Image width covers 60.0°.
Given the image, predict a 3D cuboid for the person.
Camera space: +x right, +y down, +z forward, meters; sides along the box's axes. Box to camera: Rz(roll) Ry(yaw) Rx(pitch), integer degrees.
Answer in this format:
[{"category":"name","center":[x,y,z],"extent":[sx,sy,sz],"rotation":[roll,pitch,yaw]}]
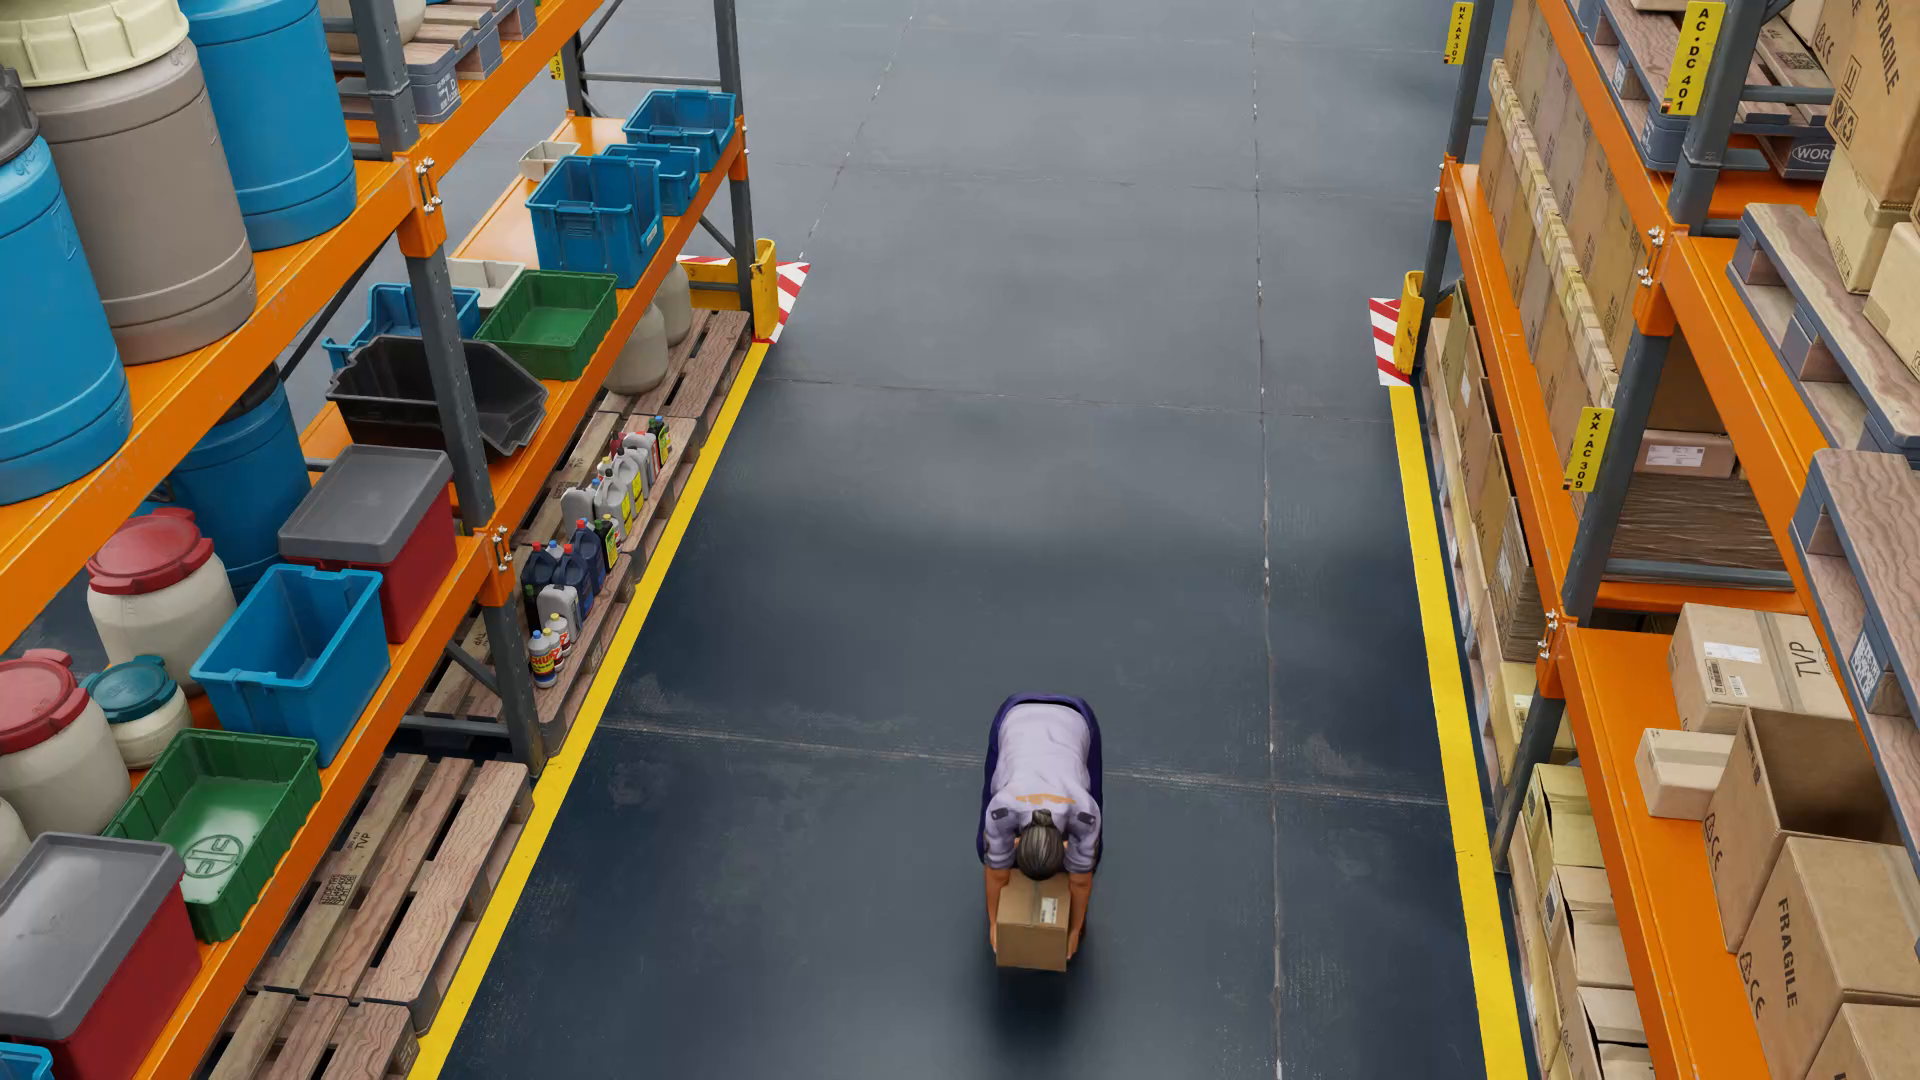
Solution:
[{"category":"person","center":[0.285,1.138,6.050],"extent":[0.471,1.005,0.910],"rotation":[3,36,4]}]
